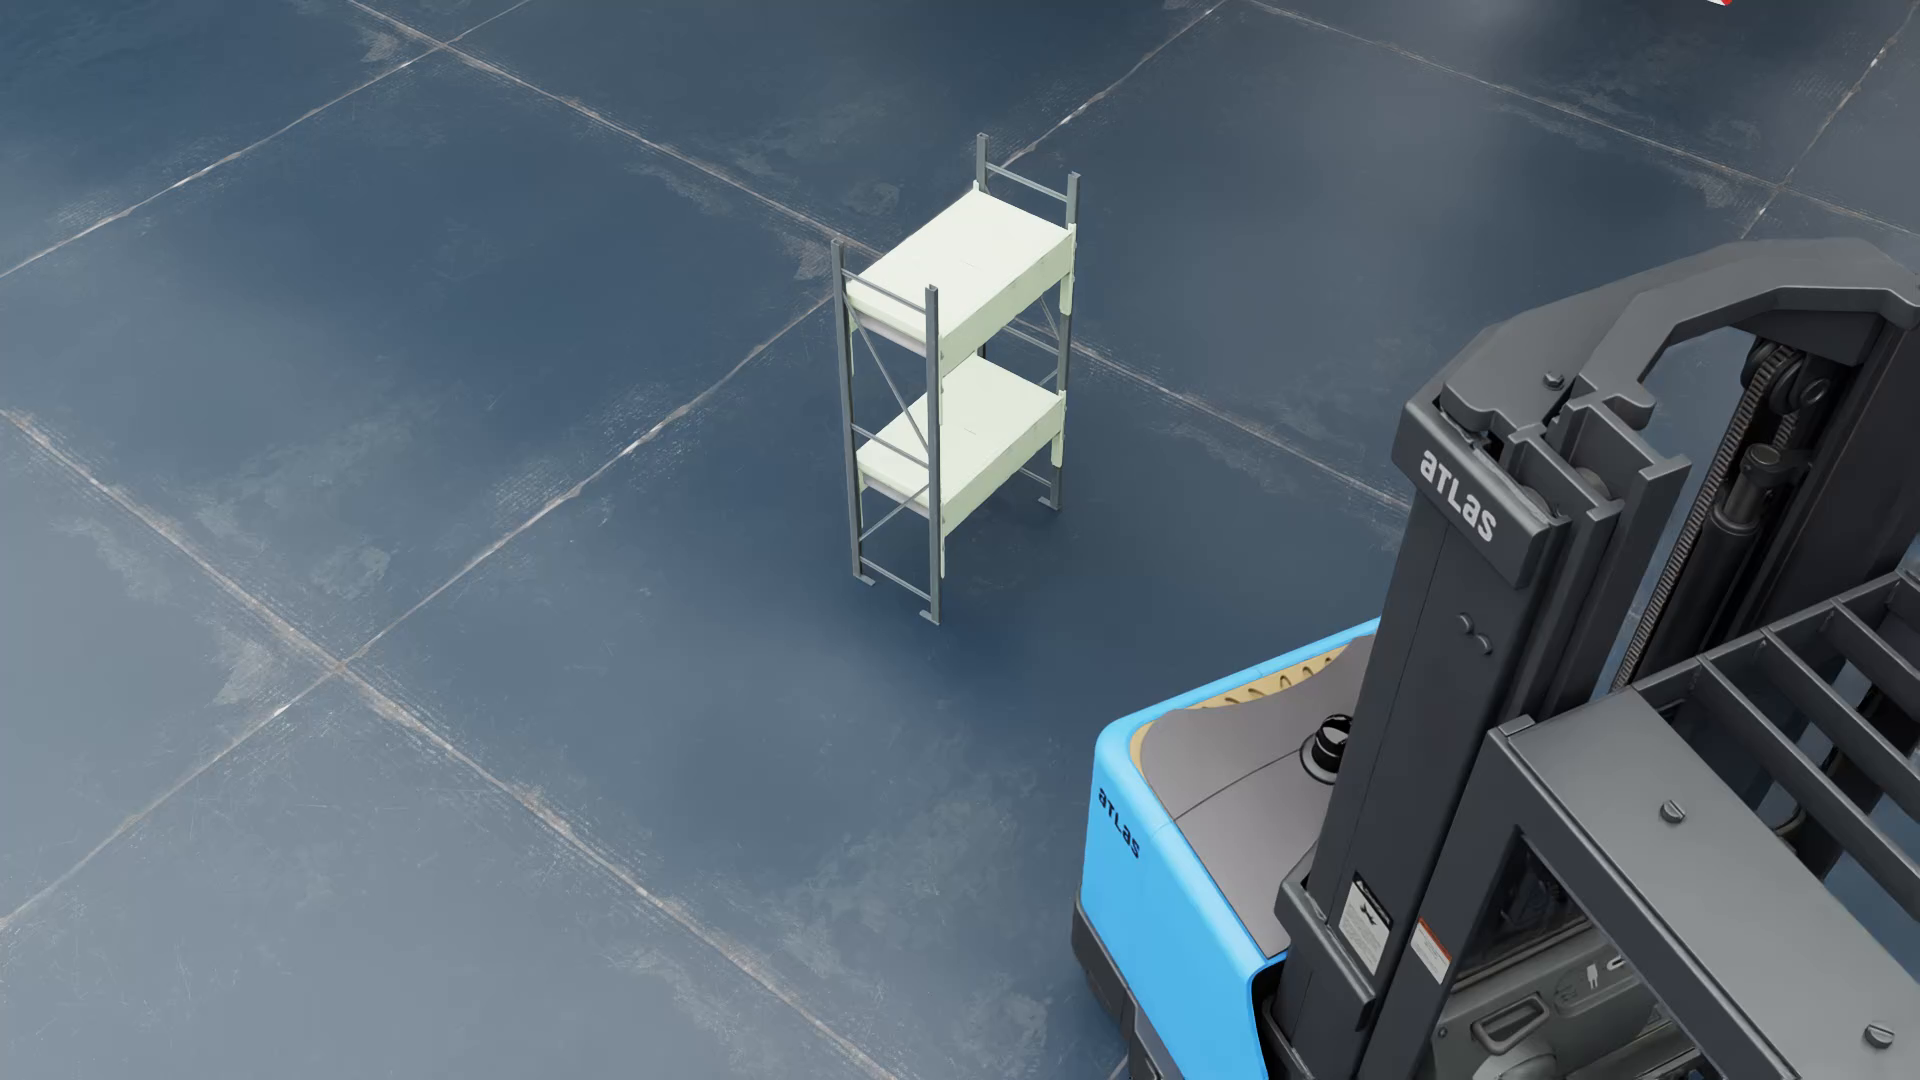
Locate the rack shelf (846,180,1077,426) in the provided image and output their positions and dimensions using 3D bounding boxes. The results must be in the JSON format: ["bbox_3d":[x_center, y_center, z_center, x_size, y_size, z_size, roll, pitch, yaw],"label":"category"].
[{"bbox_3d":[-0.004,-0.784,5.422,0.431,0.370,0.720,29,53,25],"label":"rack shelf"}]

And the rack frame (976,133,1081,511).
[{"bbox_3d":[0.220,-0.724,5.904,0.400,1.500,0.023,29,53,25],"label":"rack frame"}]

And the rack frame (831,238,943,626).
[{"bbox_3d":[-0.228,-0.305,5.504,0.400,1.500,0.023,29,53,25],"label":"rack frame"}]

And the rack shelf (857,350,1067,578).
[{"bbox_3d":[-0.004,-0.289,5.940,0.431,0.370,0.720,29,53,25],"label":"rack shelf"}]

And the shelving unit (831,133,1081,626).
[{"bbox_3d":[-0.004,-0.514,5.704,0.431,1.500,0.755,29,53,25],"label":"shelving unit"}]

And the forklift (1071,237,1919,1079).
[{"bbox_3d":[1.423,1.031,3.238,1.130,2.935,3.031,-19,49,-17],"label":"forklift"}]
